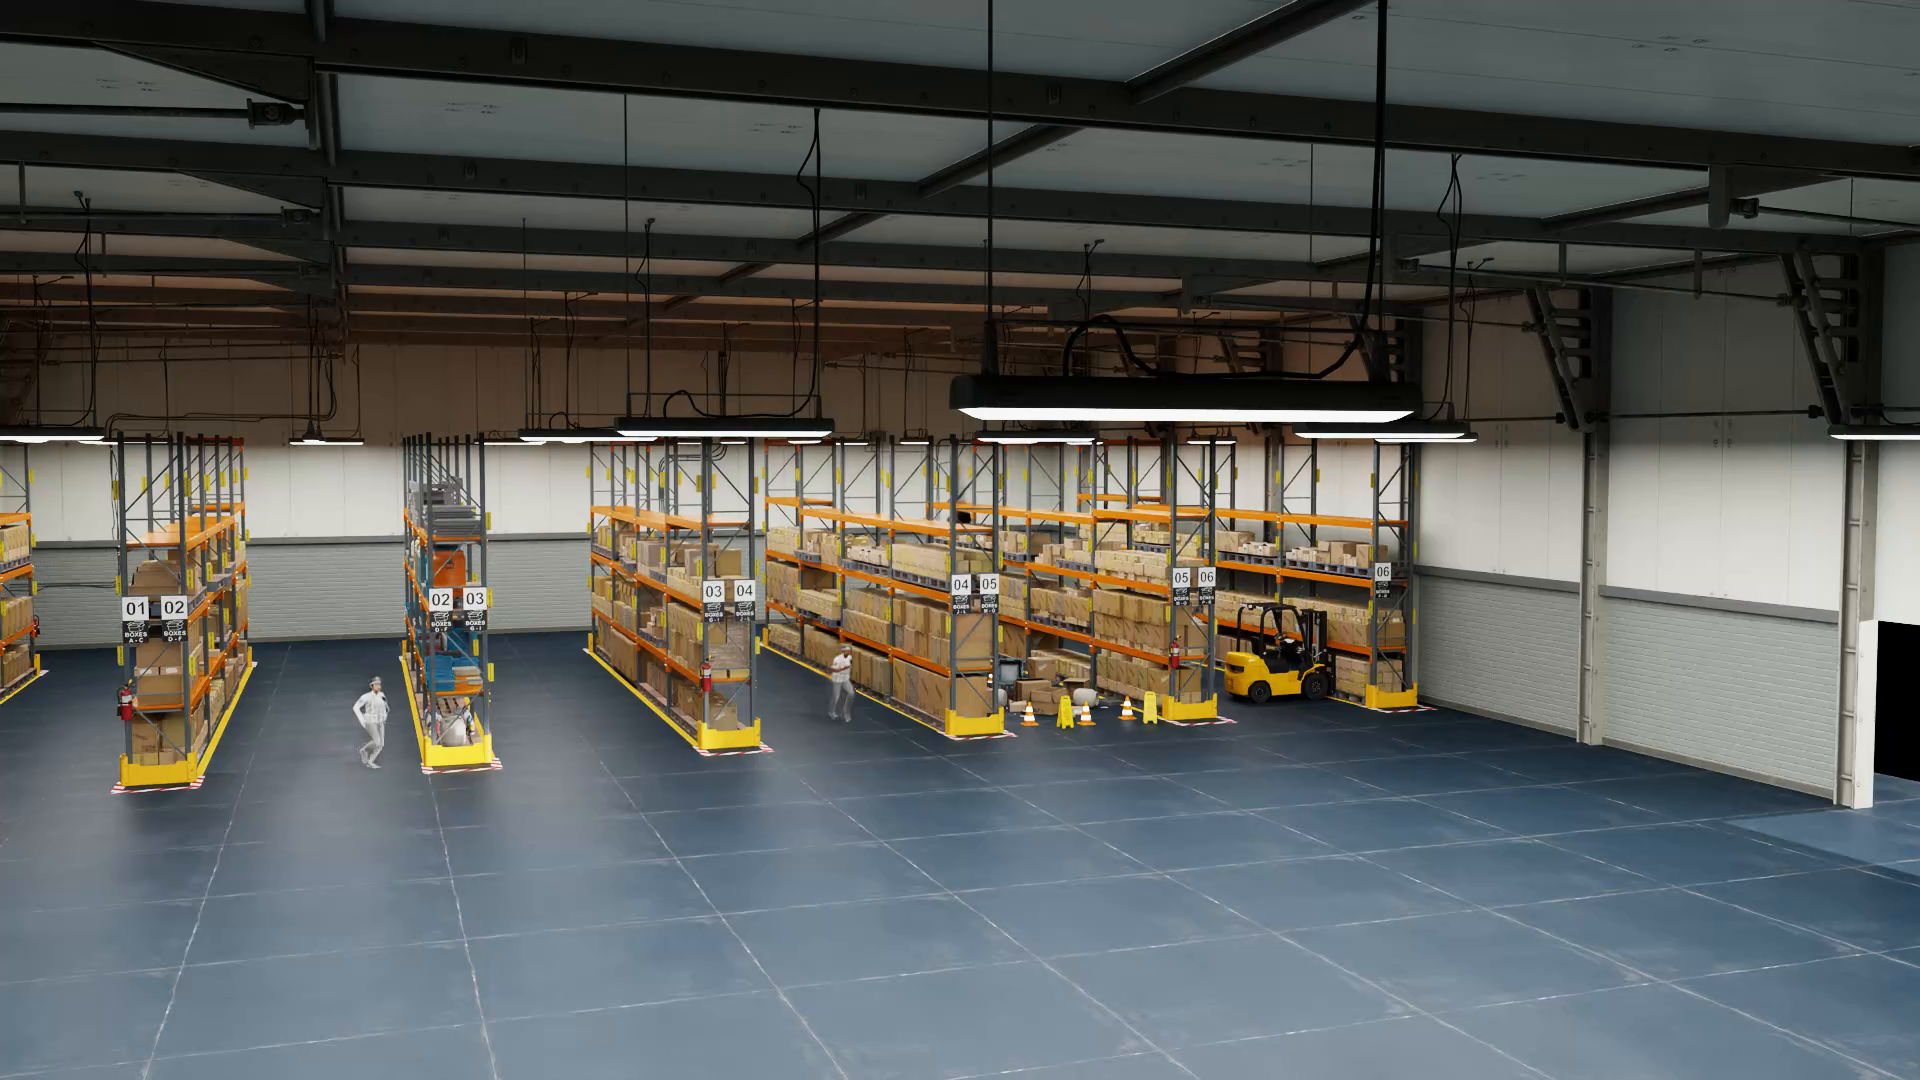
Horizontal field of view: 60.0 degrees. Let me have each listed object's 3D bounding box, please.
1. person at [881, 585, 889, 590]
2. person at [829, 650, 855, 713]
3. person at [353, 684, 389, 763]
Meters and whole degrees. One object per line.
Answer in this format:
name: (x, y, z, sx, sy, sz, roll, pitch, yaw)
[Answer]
person: (-2.264, 2.045, 50.882, 0.616, 1.731, 0.687, -1, 3, -13)
person: (-2.481, 2.923, 34.761, 0.566, 1.474, 0.871, -2, 4, -32)
person: (-10.427, 3.247, 29.647, 0.466, 1.519, 0.608, 2, 4, 31)
